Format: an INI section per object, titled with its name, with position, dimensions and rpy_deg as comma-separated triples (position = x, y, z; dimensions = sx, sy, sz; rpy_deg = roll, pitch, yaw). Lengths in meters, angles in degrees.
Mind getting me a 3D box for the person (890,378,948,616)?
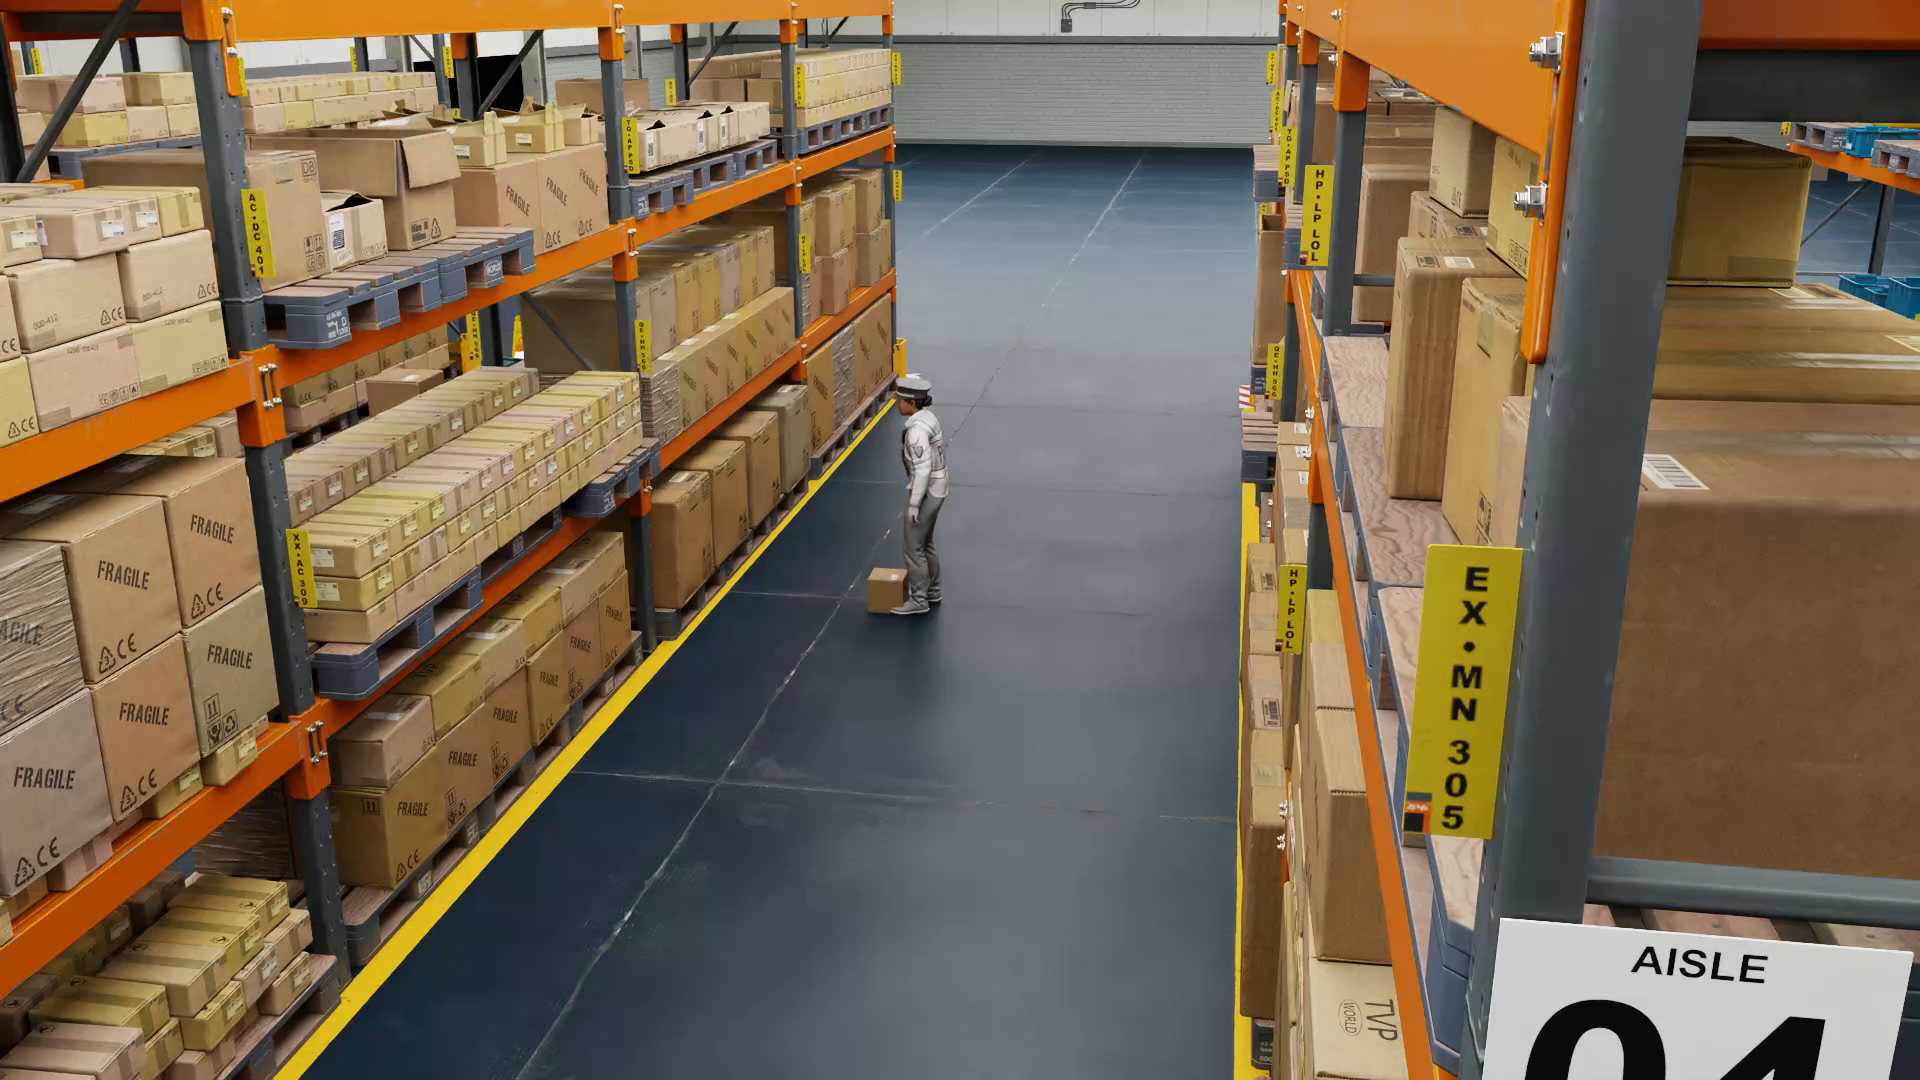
[person]
position = -0.286, -0.301, 11.470
dimensions = 0.412, 1.665, 0.547
rpy_deg = 2, 18, 6
